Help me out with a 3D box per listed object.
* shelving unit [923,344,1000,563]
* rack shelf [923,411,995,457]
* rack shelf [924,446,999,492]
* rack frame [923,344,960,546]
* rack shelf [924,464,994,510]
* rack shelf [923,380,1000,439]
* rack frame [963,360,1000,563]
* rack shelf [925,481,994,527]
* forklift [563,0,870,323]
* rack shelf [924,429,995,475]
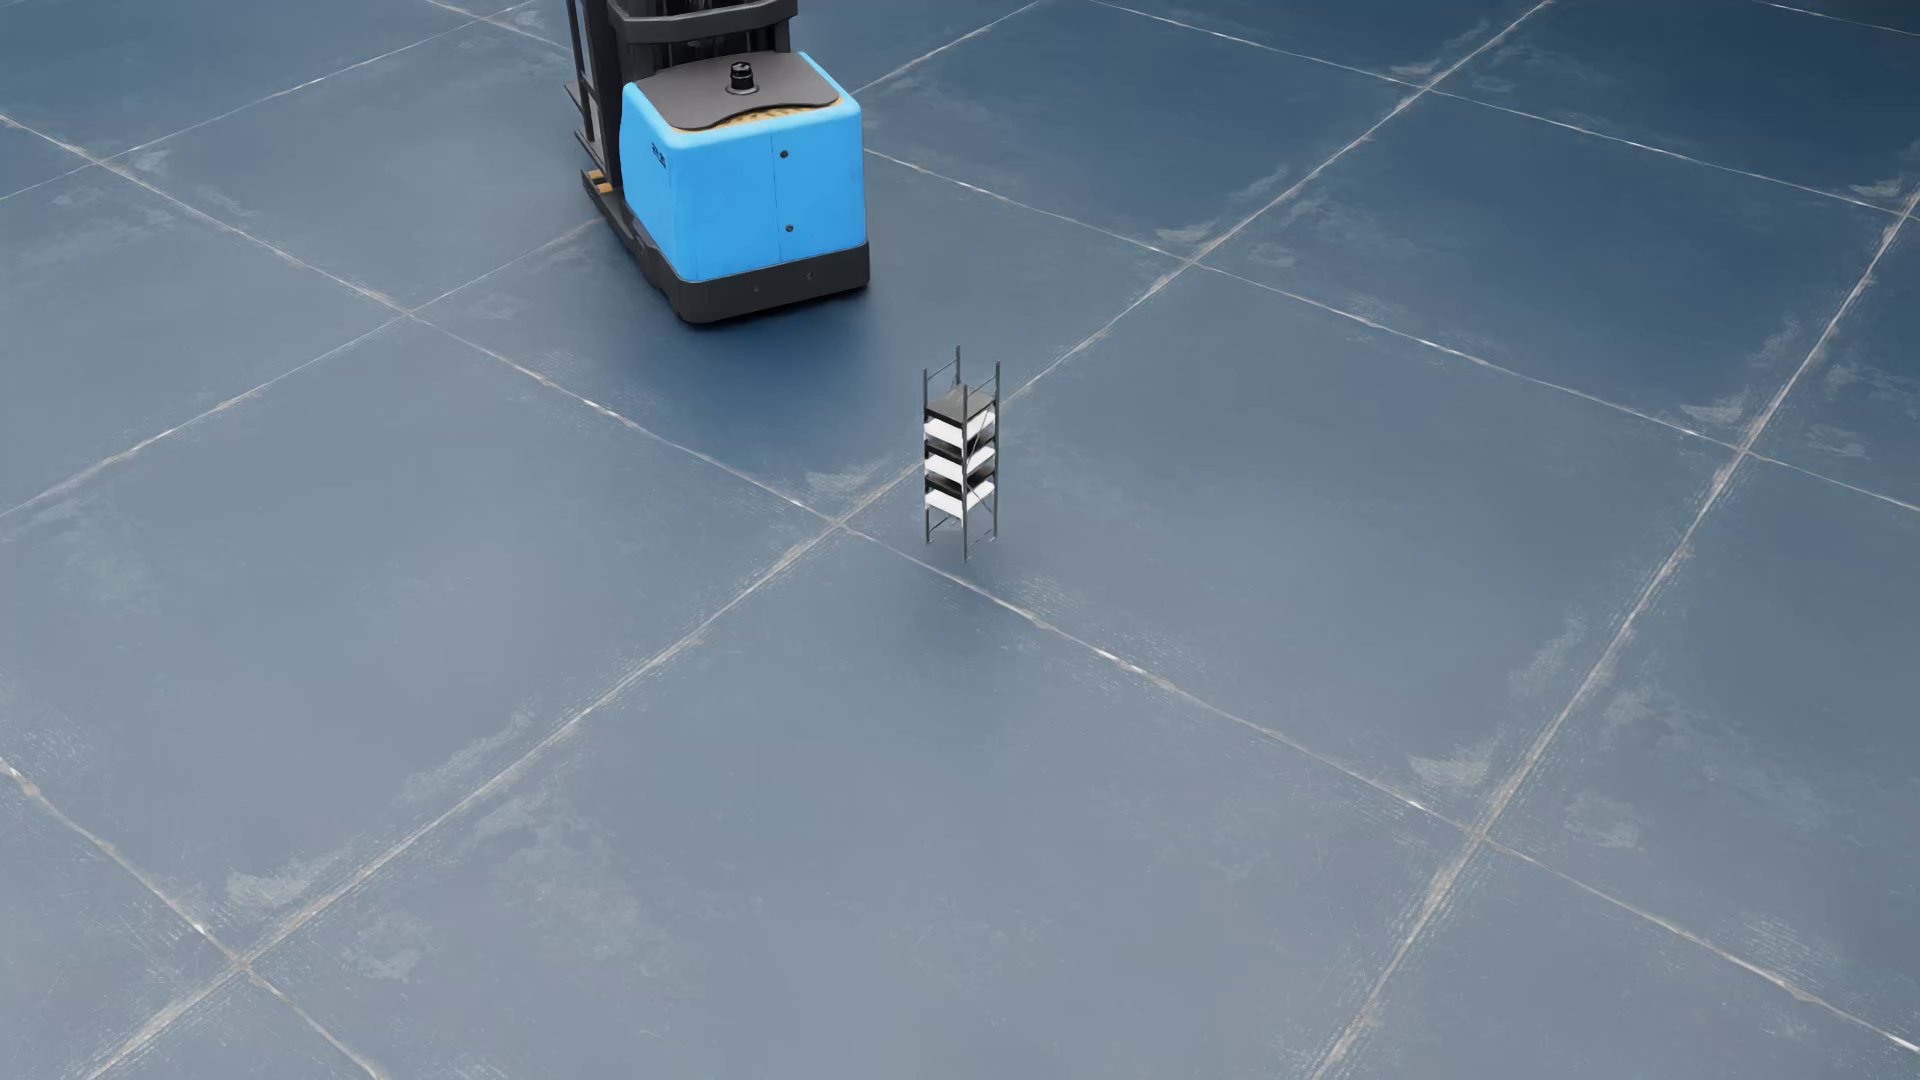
[{"bbox_3d":[0.006,-0.351,6.969,0.210,0.900,0.258,25,45,29],"label":"shelving unit"},{"bbox_3d":[0.006,-0.467,6.878,0.200,0.077,0.258,25,45,29],"label":"rack shelf"},{"bbox_3d":[0.006,-0.325,6.989,0.200,0.077,0.258,25,45,29],"label":"rack shelf"},{"bbox_3d":[-0.074,-0.389,7.017,0.006,0.900,0.240,25,45,29],"label":"rack frame"},{"bbox_3d":[0.006,-0.254,7.045,0.200,0.077,0.258,25,45,29],"label":"rack shelf"},{"bbox_3d":[0.006,-0.538,6.823,0.200,0.077,0.258,25,45,29],"label":"rack shelf"},{"bbox_3d":[0.087,-0.313,6.920,0.006,0.900,0.240,25,45,29],"label":"rack frame"},{"bbox_3d":[0.006,-0.183,7.100,0.200,0.077,0.258,25,45,29],"label":"rack shelf"},{"bbox_3d":[-1.575,-3.170,8.922,1.130,2.935,3.031,-17,41,-20],"label":"forklift"},{"bbox_3d":[0.006,-0.396,6.934,0.200,0.077,0.258,25,45,29],"label":"rack shelf"}]
